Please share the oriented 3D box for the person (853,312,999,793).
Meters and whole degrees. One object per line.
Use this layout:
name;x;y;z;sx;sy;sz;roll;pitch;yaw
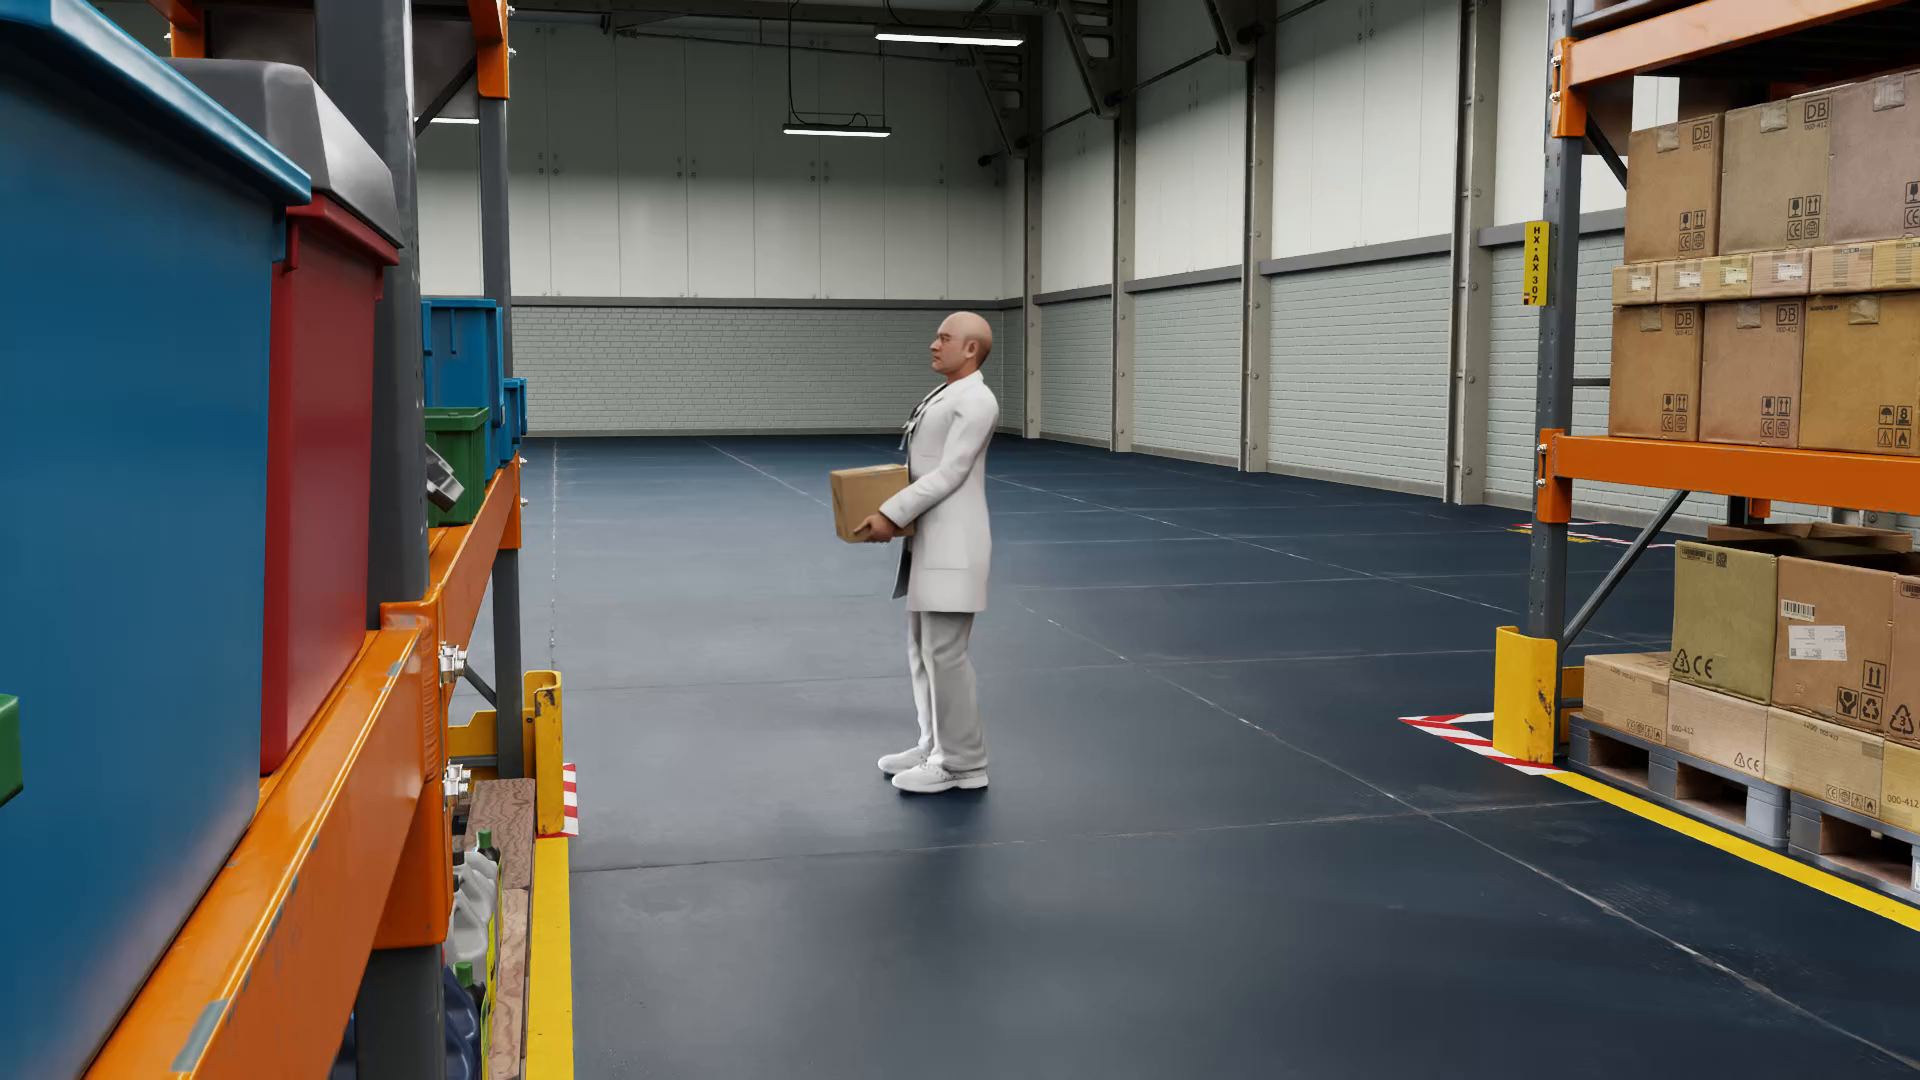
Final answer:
person;-0.149;0.039;6.221;0.553;1.771;0.530;-1;6;-14
